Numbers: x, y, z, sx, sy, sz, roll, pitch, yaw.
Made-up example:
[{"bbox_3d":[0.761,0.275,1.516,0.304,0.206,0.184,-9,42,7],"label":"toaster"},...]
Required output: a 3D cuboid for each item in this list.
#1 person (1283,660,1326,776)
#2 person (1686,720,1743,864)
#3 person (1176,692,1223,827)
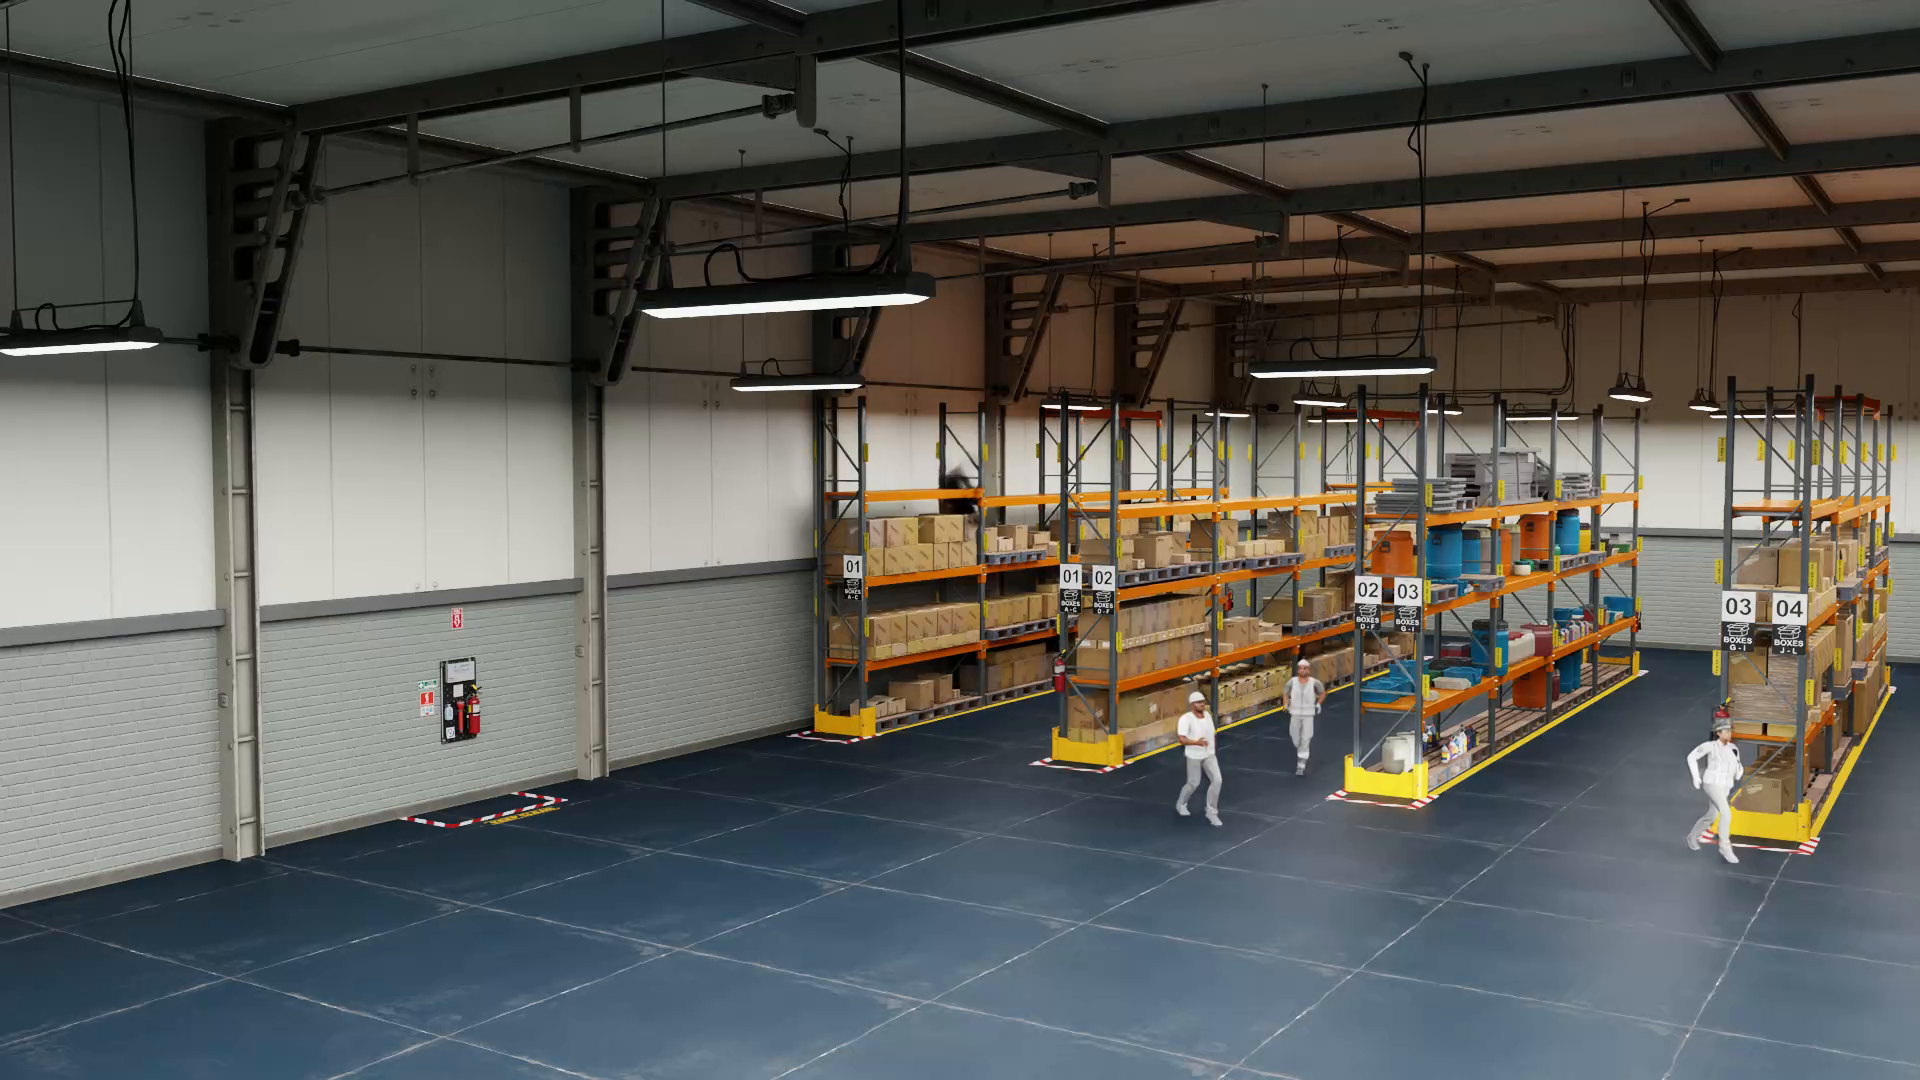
[{"bbox_3d":[5.372,2.751,26.002,0.655,1.769,0.888,1,3,18],"label":"person"},{"bbox_3d":[9.441,3.072,20.614,0.600,1.690,0.831,-1,3,-21],"label":"person"},{"bbox_3d":[3.253,2.952,22.557,0.702,1.798,0.804,-2,3,-27],"label":"person"}]
